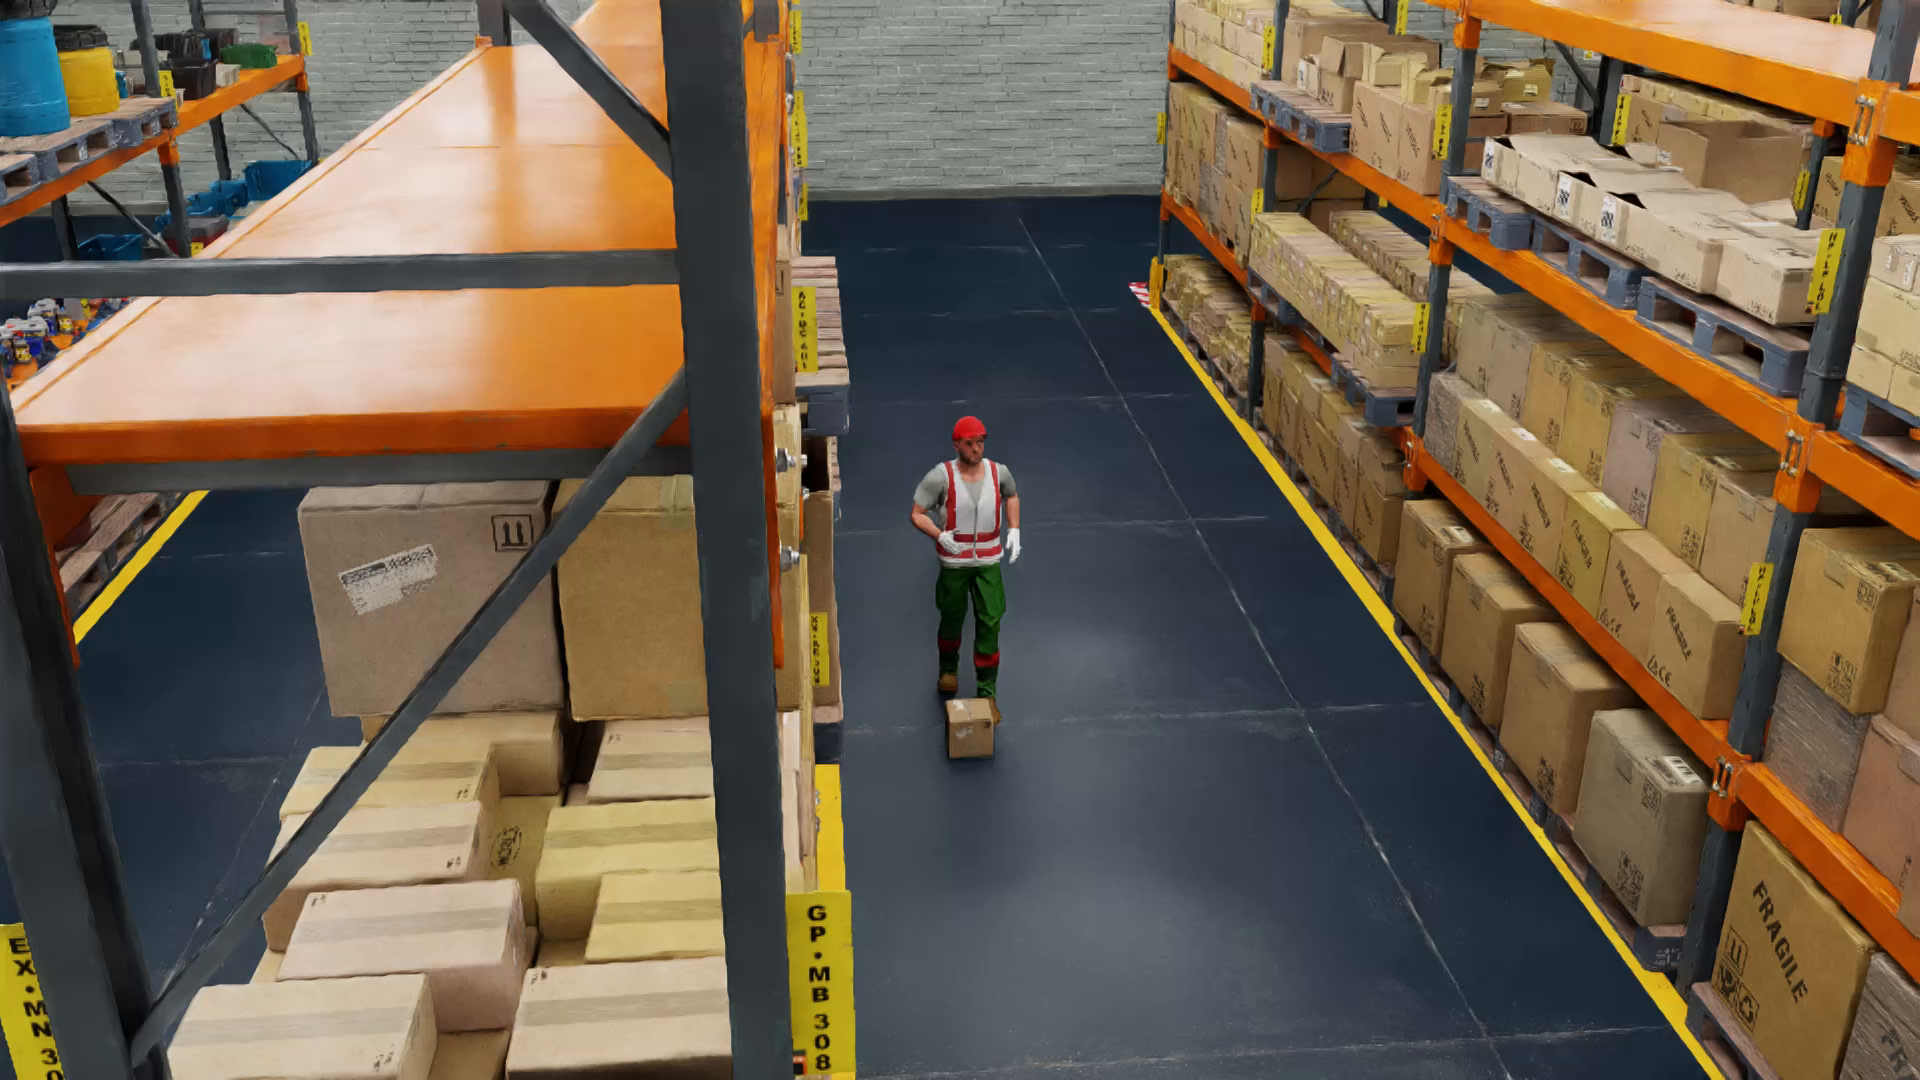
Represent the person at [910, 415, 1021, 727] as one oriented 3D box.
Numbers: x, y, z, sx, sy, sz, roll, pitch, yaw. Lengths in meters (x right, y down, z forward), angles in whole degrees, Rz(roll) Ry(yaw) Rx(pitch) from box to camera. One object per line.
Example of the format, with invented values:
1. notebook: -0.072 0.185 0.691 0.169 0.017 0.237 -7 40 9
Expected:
1. person: 0.086 0.173 9.911 0.709 1.795 0.710 -6 24 -13
